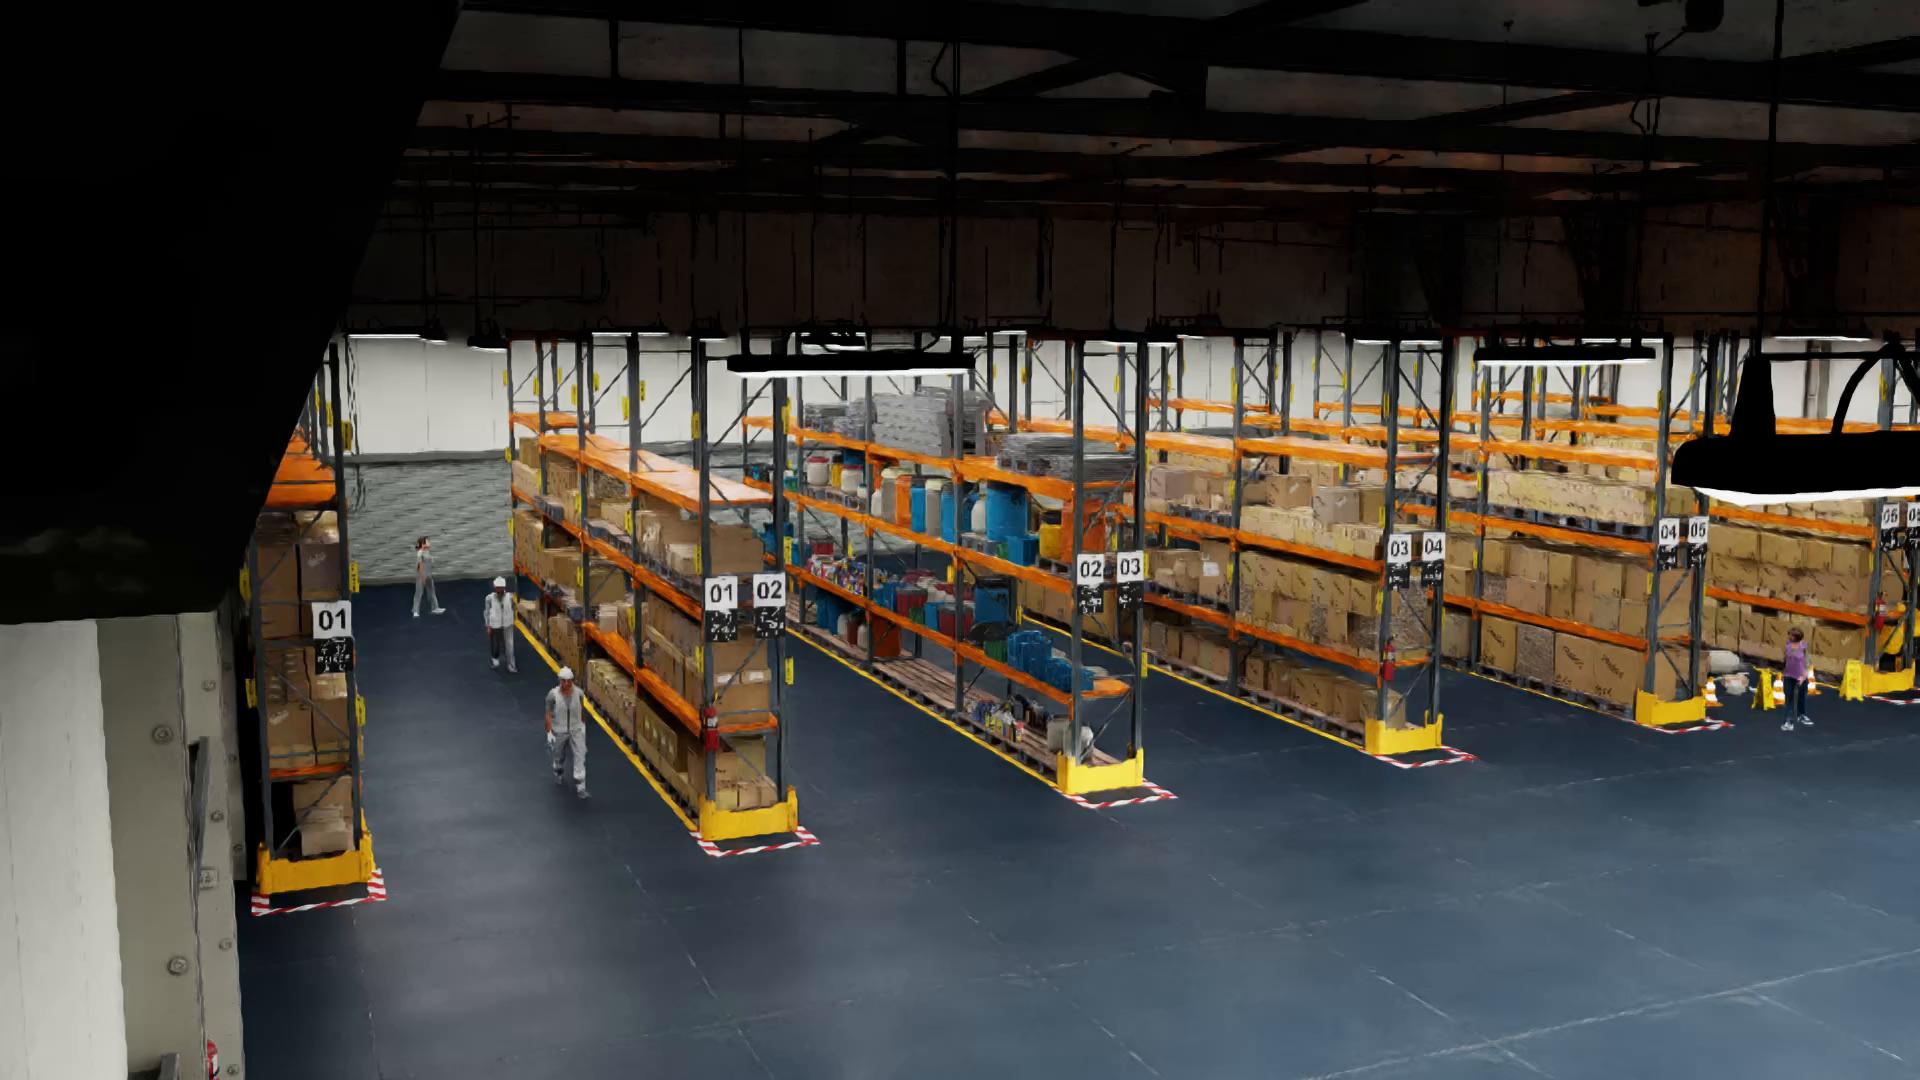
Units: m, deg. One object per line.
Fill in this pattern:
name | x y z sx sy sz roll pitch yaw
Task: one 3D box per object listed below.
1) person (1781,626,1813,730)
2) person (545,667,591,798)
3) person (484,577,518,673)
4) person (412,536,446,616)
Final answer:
person | 12.827 2.094 25.471 0.443 1.587 0.639 7 10 41
person | -5.177 2.501 21.902 0.553 1.709 1.123 -3 8 -21
person | -8.145 1.480 29.457 0.543 1.700 1.115 -3 8 -20
person | -11.233 0.742 34.962 0.522 1.665 0.669 1 8 9
